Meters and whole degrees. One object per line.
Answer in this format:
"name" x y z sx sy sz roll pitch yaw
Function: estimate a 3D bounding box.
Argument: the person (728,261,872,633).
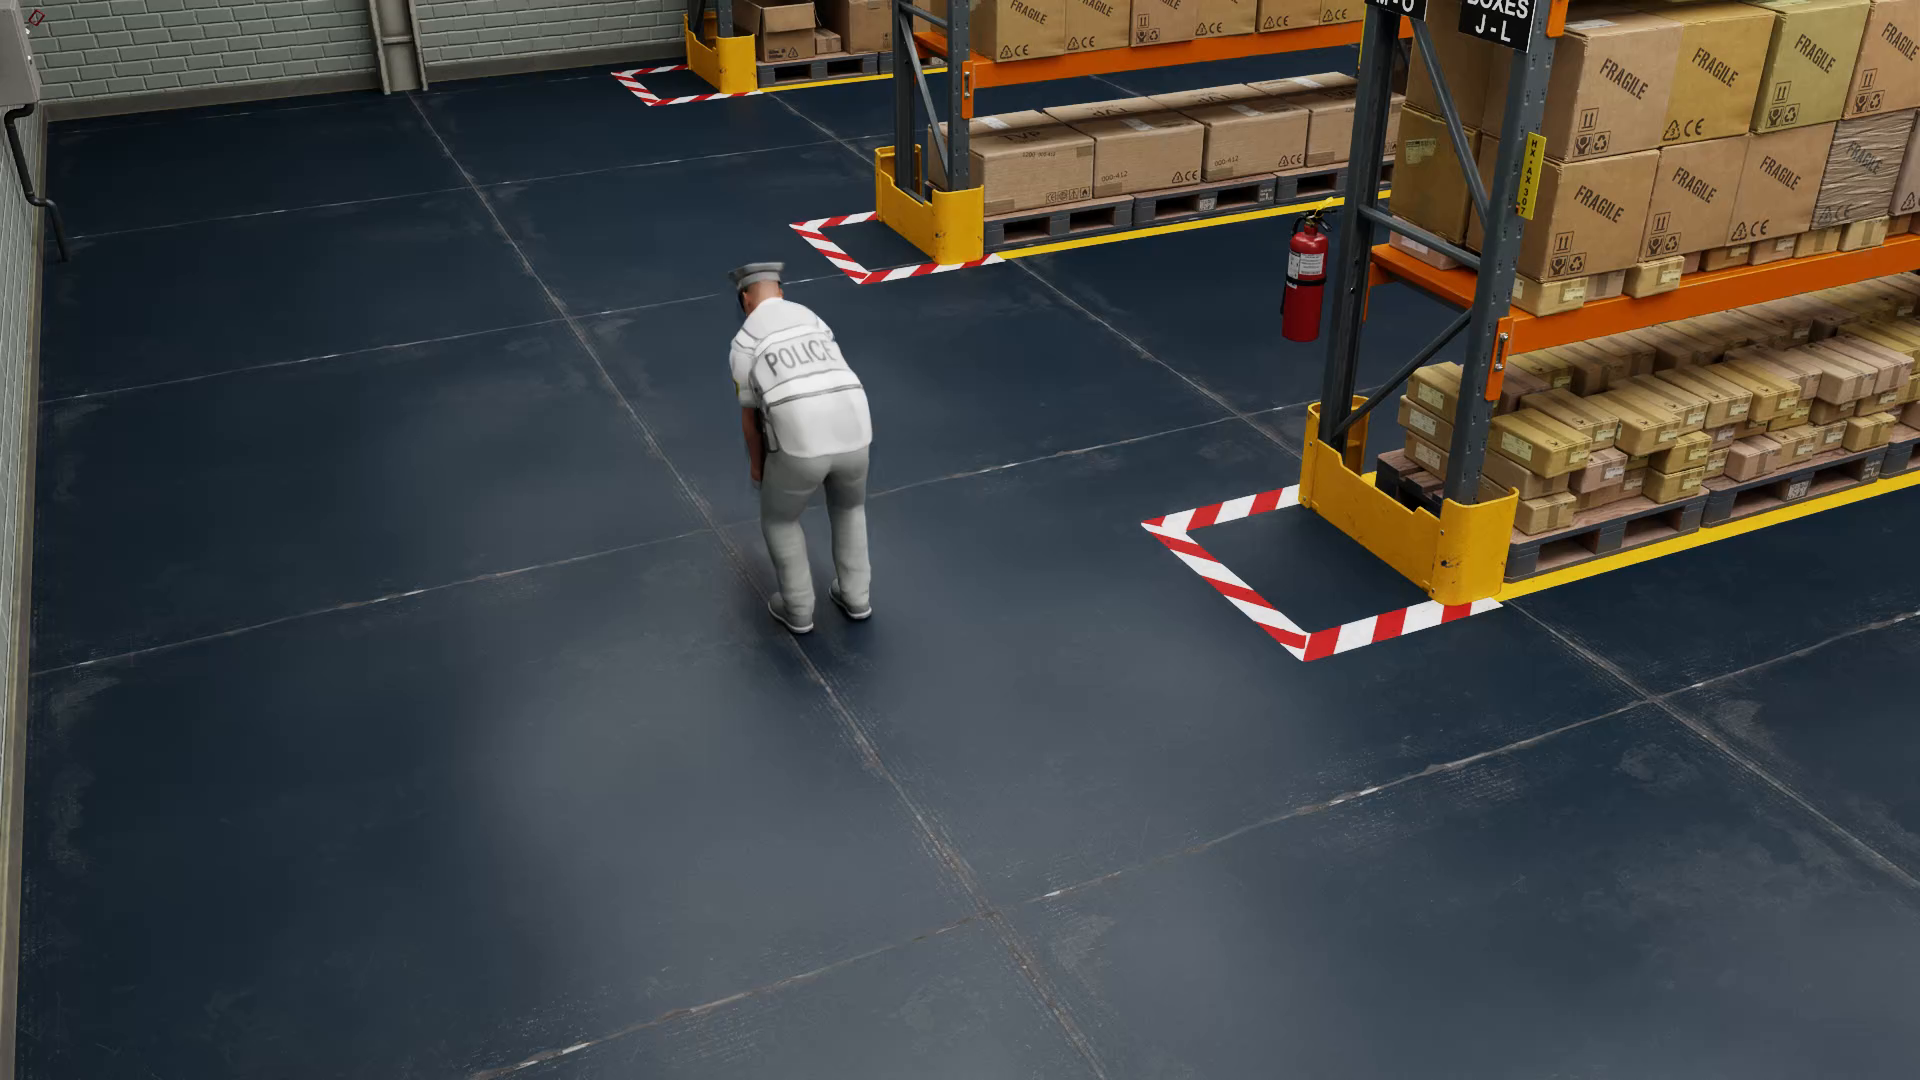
"person" -0.704 -0.409 7.140 0.479 1.477 0.919 -14 32 -23
